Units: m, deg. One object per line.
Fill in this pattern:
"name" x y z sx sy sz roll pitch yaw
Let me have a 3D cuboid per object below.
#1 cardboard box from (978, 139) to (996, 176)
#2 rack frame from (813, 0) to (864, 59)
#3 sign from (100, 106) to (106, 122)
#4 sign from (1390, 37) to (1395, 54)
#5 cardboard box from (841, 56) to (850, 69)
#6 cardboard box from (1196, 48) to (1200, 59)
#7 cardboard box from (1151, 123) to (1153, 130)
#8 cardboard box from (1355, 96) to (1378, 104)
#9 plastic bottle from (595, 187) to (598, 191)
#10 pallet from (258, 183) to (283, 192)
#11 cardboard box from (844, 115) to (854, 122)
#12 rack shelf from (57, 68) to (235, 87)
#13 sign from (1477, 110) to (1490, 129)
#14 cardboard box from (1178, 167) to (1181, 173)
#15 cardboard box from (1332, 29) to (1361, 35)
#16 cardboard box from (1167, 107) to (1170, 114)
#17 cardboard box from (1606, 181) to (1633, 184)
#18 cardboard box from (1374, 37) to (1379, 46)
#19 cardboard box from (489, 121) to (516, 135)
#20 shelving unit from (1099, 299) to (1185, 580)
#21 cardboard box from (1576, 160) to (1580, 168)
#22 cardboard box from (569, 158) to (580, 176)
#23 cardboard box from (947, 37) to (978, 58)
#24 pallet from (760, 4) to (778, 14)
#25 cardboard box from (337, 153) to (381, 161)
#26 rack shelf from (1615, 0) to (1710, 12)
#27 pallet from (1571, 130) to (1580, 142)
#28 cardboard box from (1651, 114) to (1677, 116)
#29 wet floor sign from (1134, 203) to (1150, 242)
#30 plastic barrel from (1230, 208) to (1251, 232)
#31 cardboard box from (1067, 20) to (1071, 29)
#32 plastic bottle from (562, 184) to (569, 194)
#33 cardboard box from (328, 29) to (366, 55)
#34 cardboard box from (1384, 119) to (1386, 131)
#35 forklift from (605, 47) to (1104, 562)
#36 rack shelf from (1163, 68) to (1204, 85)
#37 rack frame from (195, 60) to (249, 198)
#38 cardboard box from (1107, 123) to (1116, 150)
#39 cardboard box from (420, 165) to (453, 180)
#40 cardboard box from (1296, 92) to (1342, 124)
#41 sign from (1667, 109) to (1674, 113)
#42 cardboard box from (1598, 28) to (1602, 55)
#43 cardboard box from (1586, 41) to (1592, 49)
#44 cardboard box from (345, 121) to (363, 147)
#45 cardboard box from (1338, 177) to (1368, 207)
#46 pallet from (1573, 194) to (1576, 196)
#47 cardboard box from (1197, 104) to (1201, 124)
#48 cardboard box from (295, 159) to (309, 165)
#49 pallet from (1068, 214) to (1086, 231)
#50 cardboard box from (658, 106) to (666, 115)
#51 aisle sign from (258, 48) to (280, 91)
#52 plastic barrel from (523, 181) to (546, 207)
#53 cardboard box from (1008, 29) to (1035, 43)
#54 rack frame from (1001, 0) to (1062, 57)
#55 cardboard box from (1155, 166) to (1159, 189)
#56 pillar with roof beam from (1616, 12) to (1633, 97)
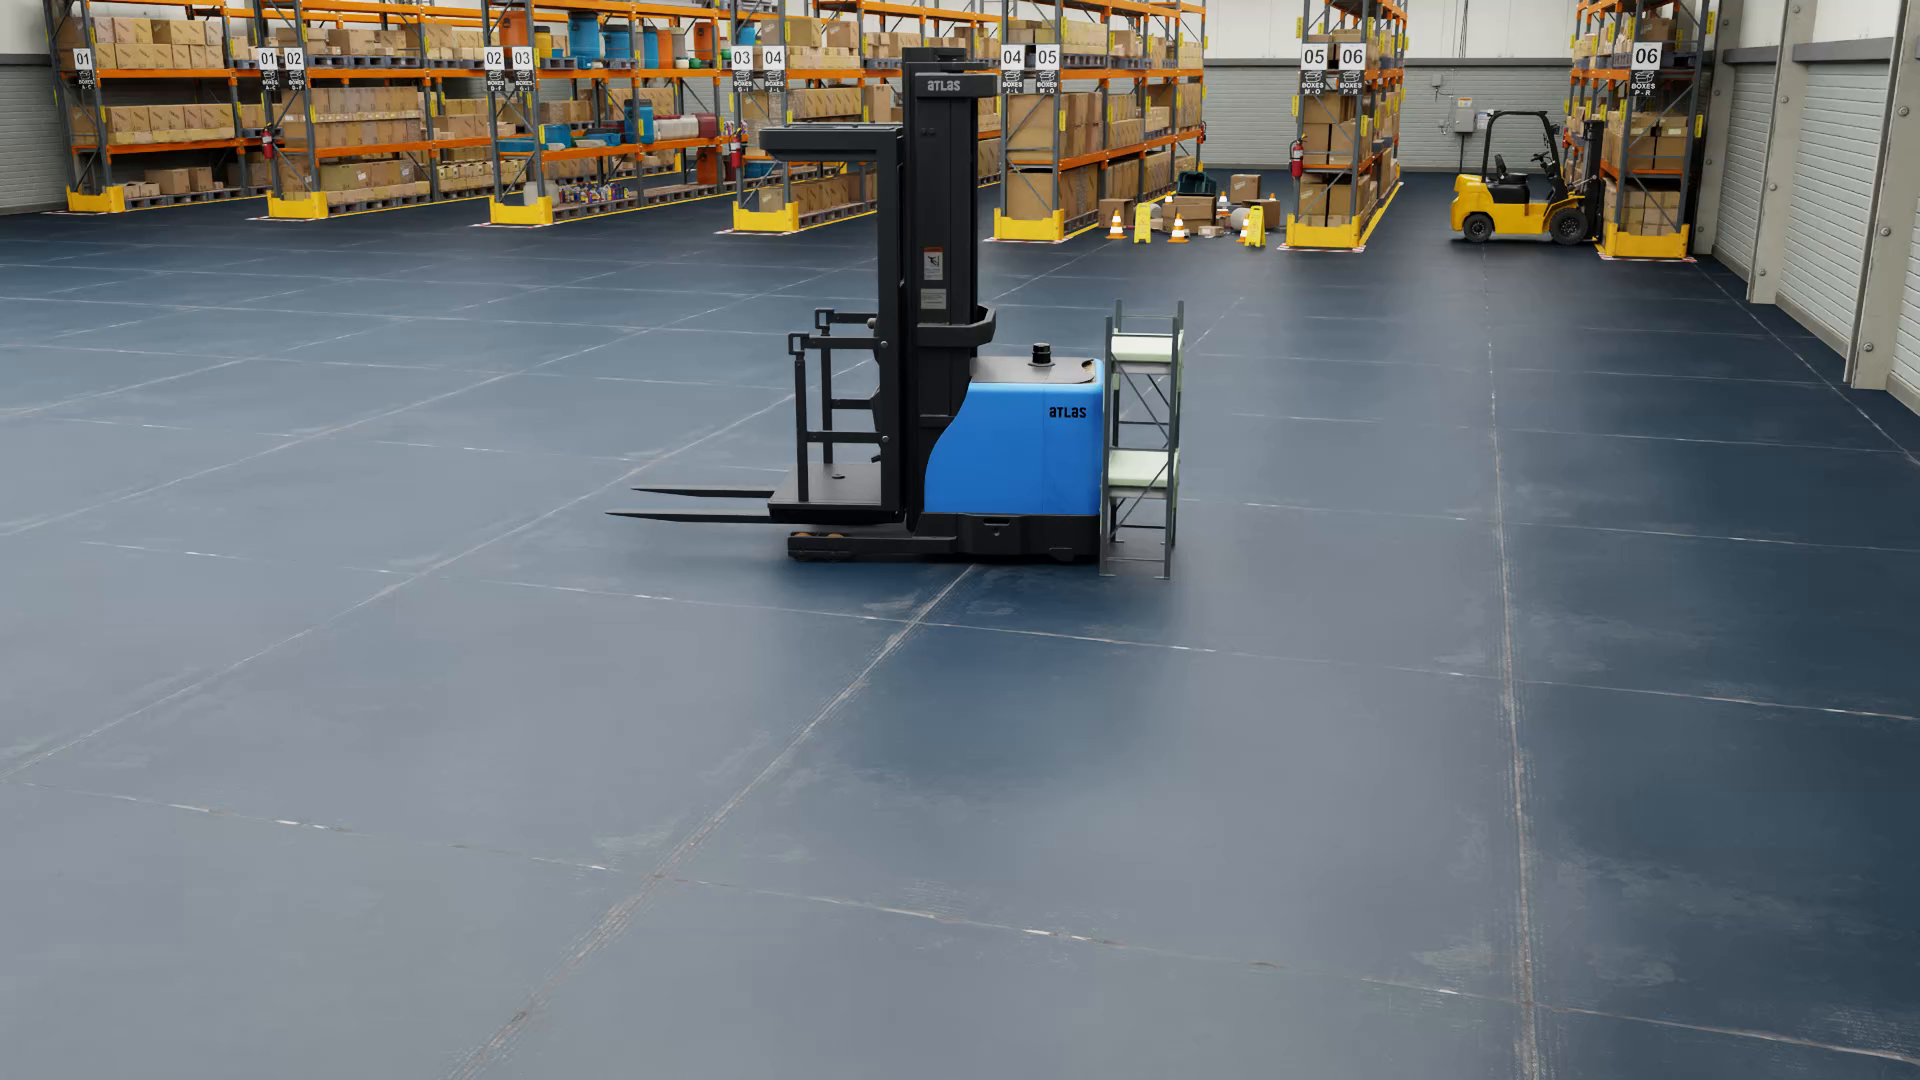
"cardboard box" 0.393 -9.774 42.416 0.875 0.875 0.875 5 16 16
"rack frame" -2.400 -10.985 32.568 1.000 3.000 0.127 5 16 16
"sign" -17.264 -8.579 33.494 0.100 0.325 0.005 5 16 16
"sign" 8.758 -10.026 33.737 0.100 0.325 0.005 5 16 16
"cardboard box" -2.438 -9.195 32.027 0.500 0.250 0.500 5 17 17
"cardboard box" 5.706 -12.165 41.583 0.500 0.250 0.500 4 16 14
"cardboard box" 4.085 -9.199 36.954 0.380 0.149 0.250 5 17 18
"cardboard box" 7.784 -8.424 31.845 0.380 0.149 0.250 6 17 19
"plastic bottle" -7.354 -7.028 33.784 0.061 0.283 0.133 5 16 16
"pallet" -16.083 -8.434 39.677 1.003 0.211 1.213 5 16 16
"cardboard box" -2.587 -8.177 32.934 0.875 0.500 0.500 5 16 16
"rack shelf" -17.216 -9.825 35.294 1.077 0.370 4.000 5 16 16
"sign" 14.597 -11.716 46.314 0.329 0.494 0.001 5 16 16
"cardboard box" 5.211 -9.105 40.843 0.380 0.149 0.250 5 17 18
"cardboard box" 7.144 -9.306 30.732 0.500 0.250 0.500 5 17 17
"cardboard box" 4.673 -10.028 38.789 0.380 0.149 0.250 5 17 18
"cardboard box" 11.138 -5.941 28.214 0.500 0.250 0.500 5 17 18
"cardboard box" 7.113 -8.723 29.090 0.380 0.149 0.250 5 17 18
"cardboard box" -10.905 -9.780 39.477 0.500 0.311 0.500 6 17 19
"shelving unit" 1.066 -0.604 9.711 0.431 1.500 0.755 3 16 9
"cardboard box" 13.778 -8.278 36.640 0.380 0.149 0.250 5 17 19
"cardboard box" -9.923 -9.426 41.839 0.500 0.500 0.500 4 16 14
"cardboard box" 0.038 -12.143 41.010 0.700 0.500 0.500 4 16 13
"pallet" -5.081 -12.960 40.610 1.003 0.211 1.213 5 16 16
"cardboard box" -15.176 -9.648 42.017 0.750 0.750 0.750 4 16 15
"rack shelf" 11.293 -8.771 26.813 1.077 0.370 4.000 5 16 16
"pallet" 13.803 -8.747 36.022 1.003 0.211 1.213 5 16 16
"cardboard box" 11.492 -6.877 27.162 0.380 0.149 0.250 5 17 16
"wet floor sign" 3.080 -5.348 28.001 0.267 0.644 0.232 2 16 6
"plastic barrel" 5.100 -5.703 29.659 0.421 0.421 0.512 -10 19 -32
"cardboard box" 1.662 -8.726 28.145 0.380 0.149 0.250 5 17 16
"plastic bottle" -8.003 -7.032 33.673 0.144 0.351 0.185 5 17 18
"cardboard box" -12.300 -9.996 33.367 0.500 0.500 0.500 5 16 16
"cardboard box" 8.619 -8.659 34.719 0.500 0.250 0.500 5 16 15
"forklift" -0.624 -1.422 9.972 3.031 2.935 1.130 1 16 4
"rack shelf" 5.168 -11.401 40.850 1.077 0.370 4.000 5 16 16
"rack frame" -16.647 -9.251 37.449 1.000 3.000 0.127 5 16 16
"cardboard box" 2.734 -7.853 32.335 0.500 0.500 0.500 5 17 16
"cardboard box" -11.541 -8.106 36.653 0.500 0.311 0.500 5 16 16
"cardboard box" 5.900 -7.107 27.328 0.700 0.500 0.500 4 16 15
"sign" 12.394 -7.359 29.045 0.100 0.325 0.005 5 16 16
"cardboard box" 12.559 -9.564 31.918 0.500 0.500 0.500 5 17 16
"cardboard box" 13.248 -10.304 34.624 0.380 0.149 0.250 5 17 16
"cardboard box" -12.597 -8.258 33.765 0.700 0.500 0.500 5 17 16
"cardboard box" 6.904 -6.128 29.333 0.500 0.500 0.500 6 17 19
"pallet" 13.940 -7.482 36.323 1.003 0.211 1.213 5 16 16
"cardboard box" 5.856 -10.881 42.467 0.500 0.500 0.500 5 17 17
"cardboard box" -16.037 -8.857 39.832 0.700 0.500 0.500 5 16 16
"pallet" 1.691 -5.833 30.509 1.003 0.211 1.213 5 16 16
"cardboard box" -8.497 -11.782 46.187 0.500 0.500 0.500 5 17 16
"aisle sign" -13.334 -9.078 32.074 0.394 0.787 0.004 5 16 16
"plastic barrel" -8.172 -6.620 31.961 0.421 0.512 0.421 0 16 0
"cardboard box" 1.061 -8.555 28.275 0.500 0.250 0.500 5 17 17
"rack frame" 1.190 -9.528 27.429 1.000 3.000 0.127 5 16 16
"cardboard box" 4.190 -8.166 37.433 0.500 0.500 0.500 4 16 14
"pillar with roof beam" 12.774 -13.942 42.991 9.100 9.000 0.400 5 16 16
